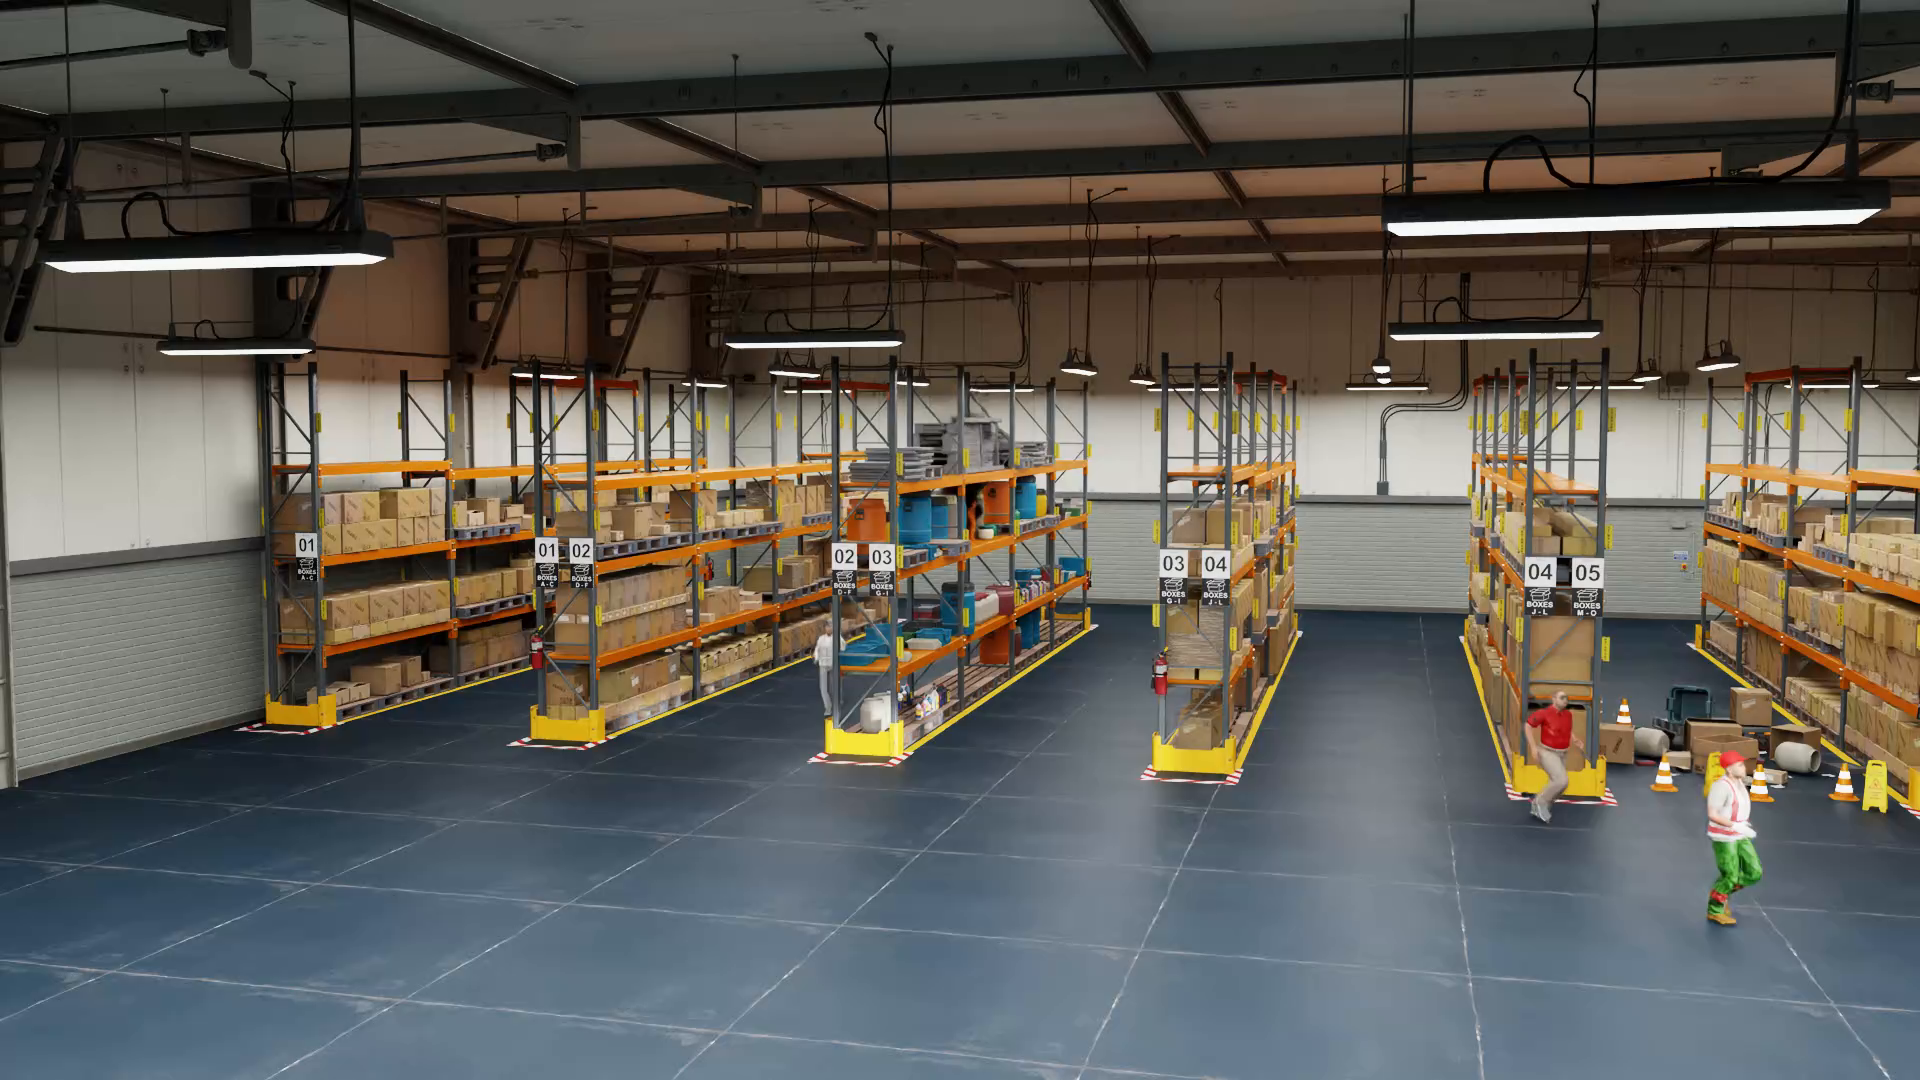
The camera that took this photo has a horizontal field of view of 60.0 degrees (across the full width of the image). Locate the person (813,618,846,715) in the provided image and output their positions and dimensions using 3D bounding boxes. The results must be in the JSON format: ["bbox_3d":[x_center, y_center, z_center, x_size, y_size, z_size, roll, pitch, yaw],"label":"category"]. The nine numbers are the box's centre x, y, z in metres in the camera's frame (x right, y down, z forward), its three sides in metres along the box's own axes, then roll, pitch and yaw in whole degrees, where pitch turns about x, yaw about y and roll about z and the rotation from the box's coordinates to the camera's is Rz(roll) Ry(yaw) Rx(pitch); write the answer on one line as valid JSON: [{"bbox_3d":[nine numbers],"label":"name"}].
[{"bbox_3d":[-2.222,2.152,28.359,0.613,1.646,0.561,1,4,13],"label":"person"}]

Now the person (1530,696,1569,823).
[{"bbox_3d":[7.424,2.732,20.843,0.414,1.607,0.660,-2,5,-32],"label":"person"}]

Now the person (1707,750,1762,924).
[{"bbox_3d":[7.684,2.960,16.503,0.656,1.744,0.574,-3,5,-37],"label":"person"}]
